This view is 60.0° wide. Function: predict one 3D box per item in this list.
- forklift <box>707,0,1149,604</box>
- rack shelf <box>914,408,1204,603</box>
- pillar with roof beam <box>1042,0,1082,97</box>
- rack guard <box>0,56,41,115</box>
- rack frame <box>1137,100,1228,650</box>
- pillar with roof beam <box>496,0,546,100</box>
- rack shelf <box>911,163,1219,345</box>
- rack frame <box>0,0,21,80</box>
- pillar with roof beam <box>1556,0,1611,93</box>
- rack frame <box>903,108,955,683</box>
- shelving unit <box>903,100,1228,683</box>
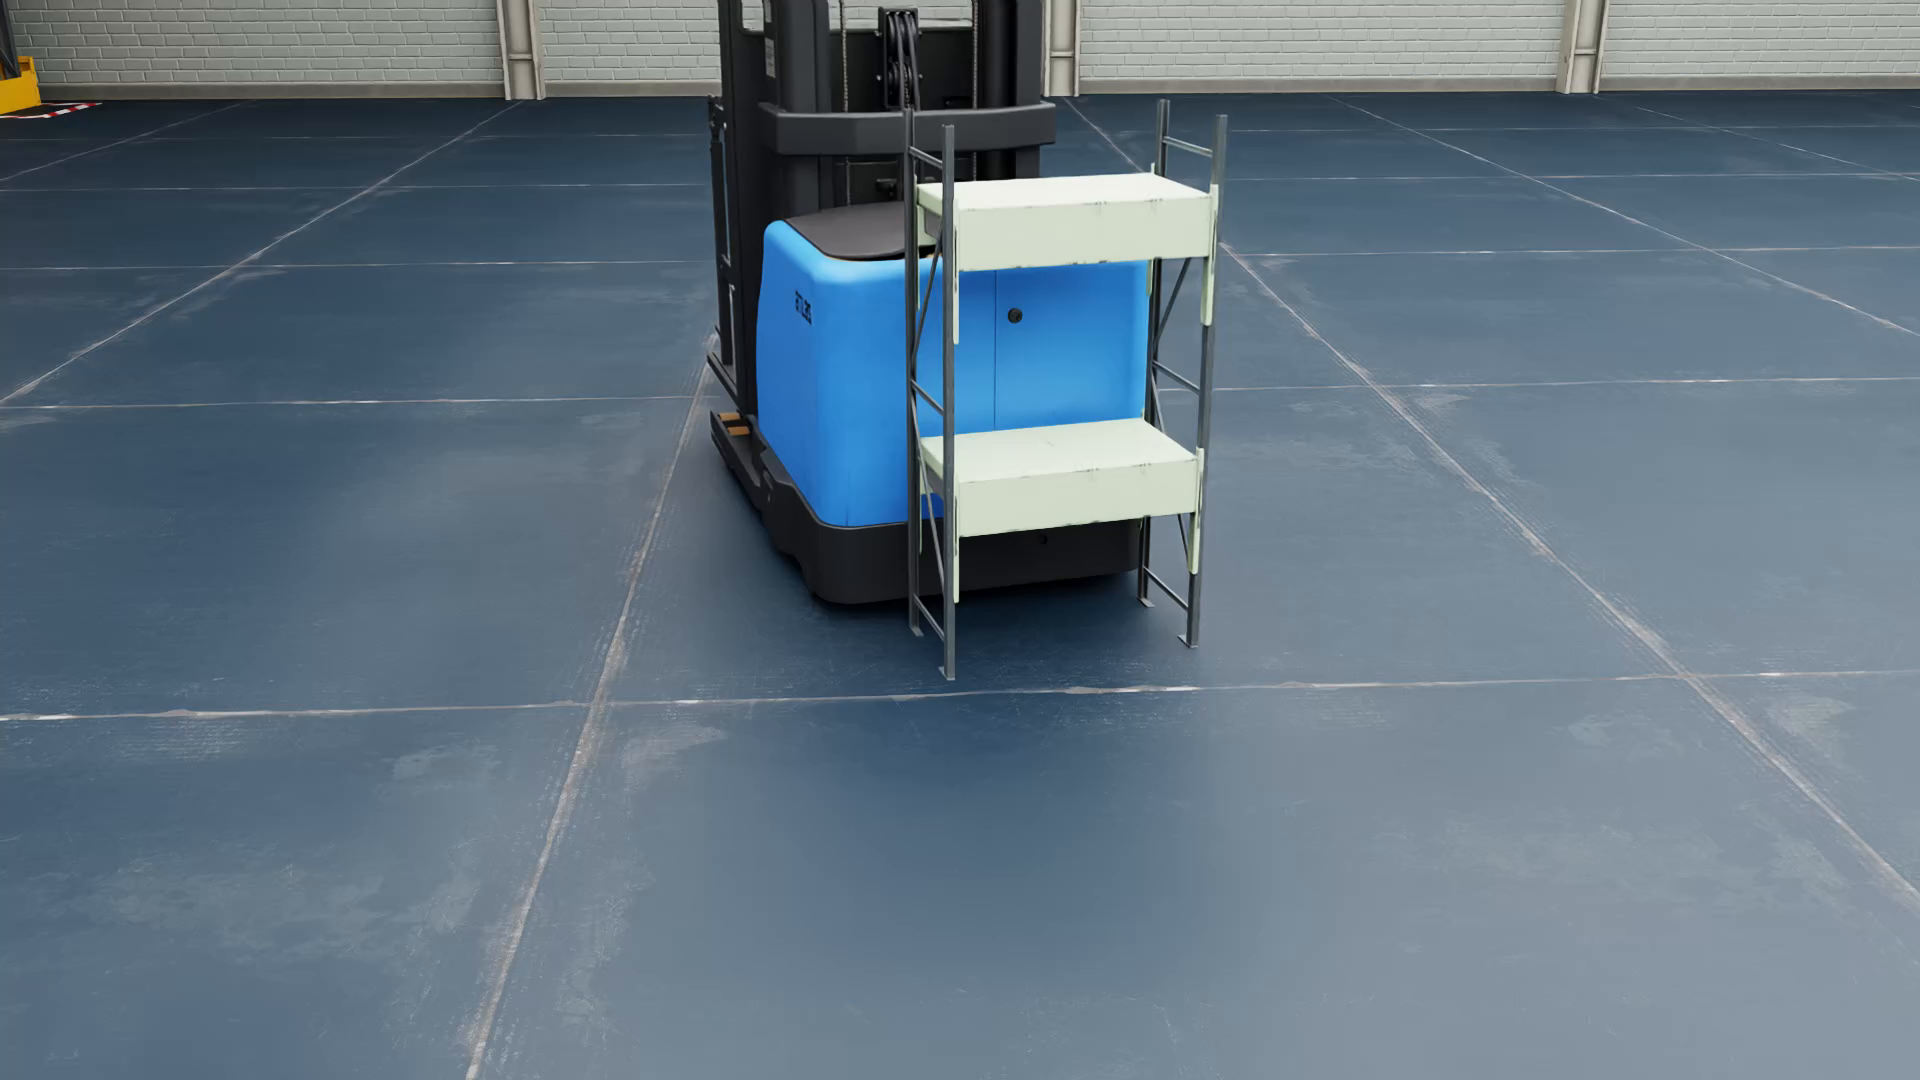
[{"bbox_3d":[-0.342,-1.672,5.894,1.130,2.935,3.031,-6,22,-16],"label":"forklift"},{"bbox_3d":[0.267,-0.110,4.718,0.720,0.370,0.431,-6,22,-16],"label":"rack shelf"},{"bbox_3d":[1.384,-7.737,13.296,0.400,9.000,9.100,-1,21,-3],"label":"pillar with roof beam"},{"bbox_3d":[-10.071,-4.745,17.382,0.348,0.500,1.175,-1,21,-3],"label":"rack guard"},{"bbox_3d":[0.617,-0.453,4.702,0.023,1.500,0.400,-6,22,-16],"label":"rack frame"},{"bbox_3d":[-4.606,-7.615,12.975,0.400,9.000,9.100,-1,21,-3],"label":"pillar with roof beam"},{"bbox_3d":[0.267,-0.779,4.463,0.720,0.370,0.431,-6,22,-16],"label":"rack shelf"},{"bbox_3d":[-10.095,-5.913,16.936,0.127,3.000,1.000,-1,21,-3],"label":"rack frame"},{"bbox_3d":[7.375,-7.859,13.616,0.400,9.000,9.100,-1,21,-3],"label":"pillar with roof beam"},{"bbox_3d":[-0.083,-0.376,4.501,0.023,1.500,0.400,-6,22,-16],"label":"rack frame"},{"bbox_3d":[0.267,-0.414,4.602,0.755,1.500,0.431,-6,22,-16],"label":"shelving unit"}]
